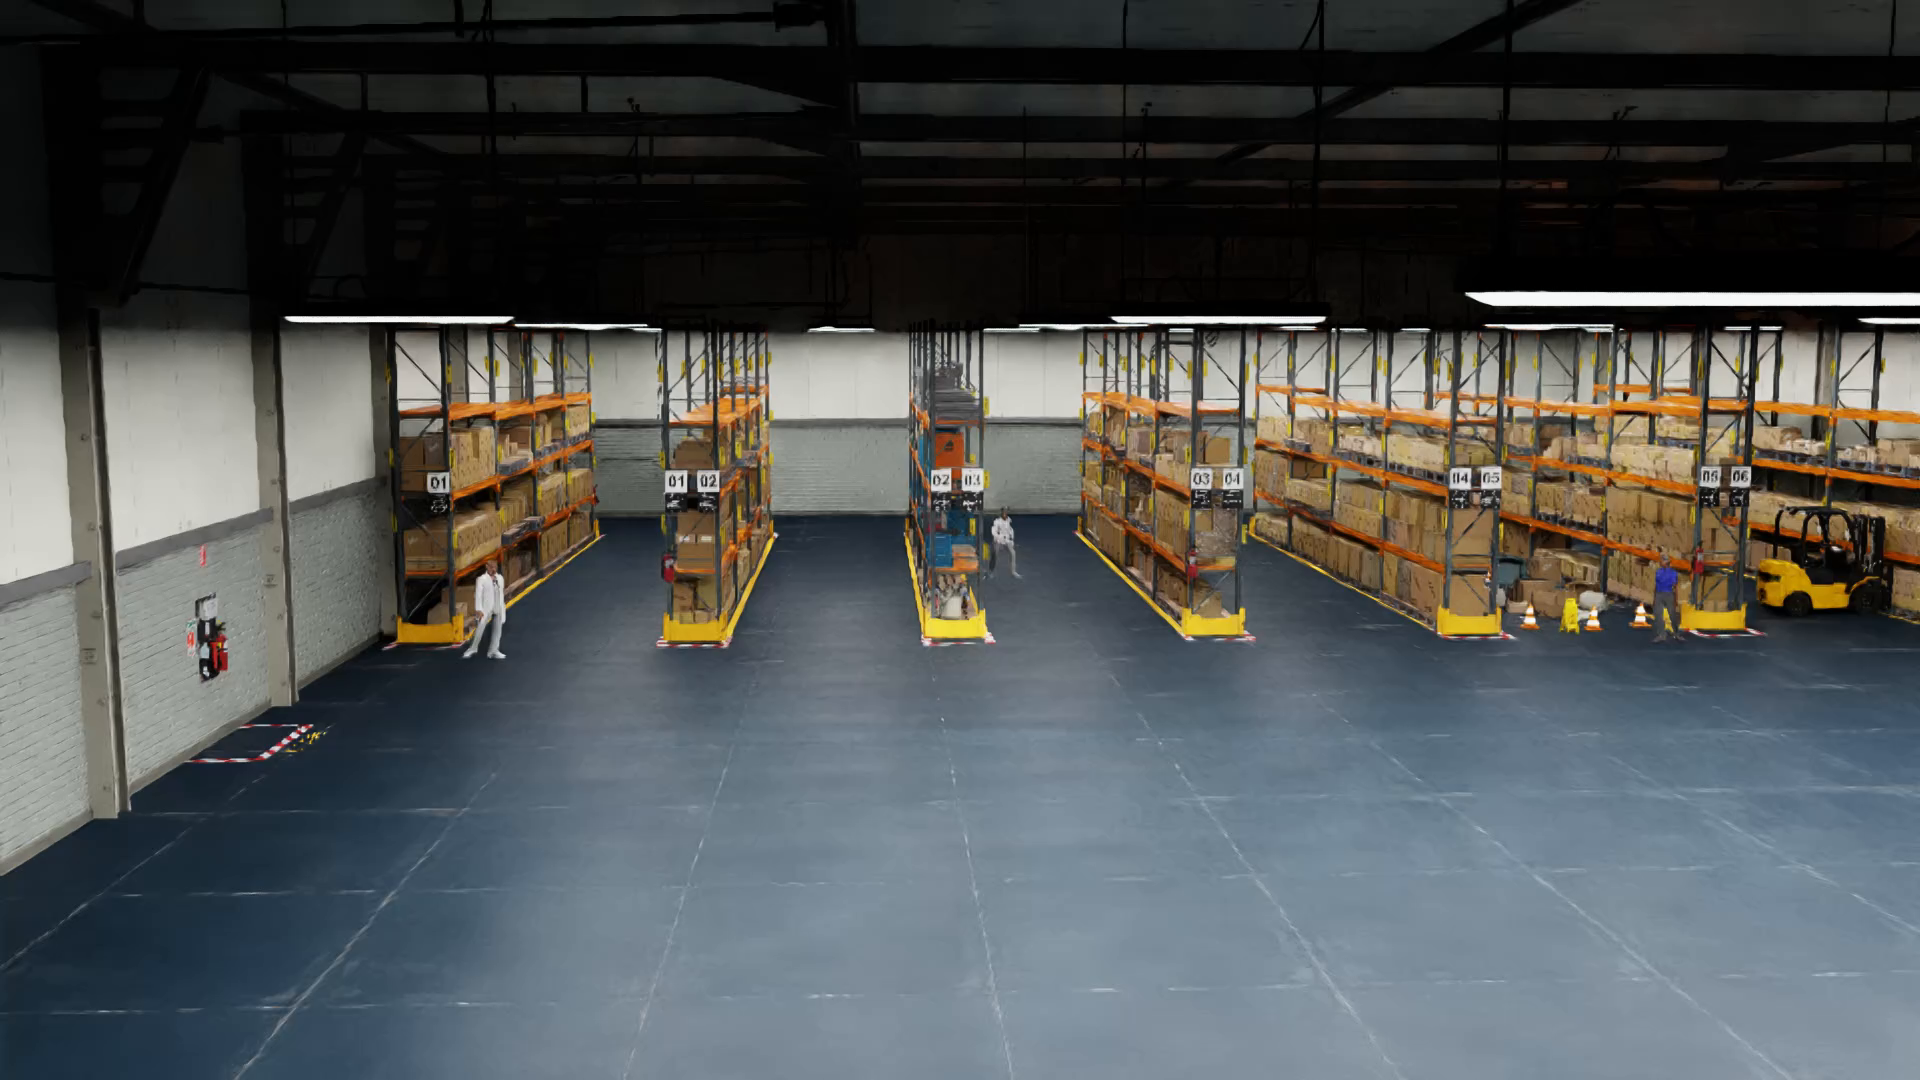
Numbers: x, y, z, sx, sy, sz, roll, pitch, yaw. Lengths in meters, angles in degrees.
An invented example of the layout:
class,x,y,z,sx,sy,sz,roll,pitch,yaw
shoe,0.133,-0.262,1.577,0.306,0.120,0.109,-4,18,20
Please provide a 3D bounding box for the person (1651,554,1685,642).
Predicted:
class,x,y,z,sx,sy,sz,roll,pitch,yaw
person,13.261,1.087,31.105,0.534,1.637,0.571,-5,8,-33

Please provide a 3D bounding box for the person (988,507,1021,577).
class,x,y,z,sx,sy,sz,roll,pitch,yaw
person,0.957,0.024,37.376,0.638,1.607,0.801,-3,8,-20

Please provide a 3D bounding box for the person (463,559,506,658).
class,x,y,z,sx,sy,sz,roll,pitch,yaw
person,-8.402,1.224,29.381,0.783,1.769,0.557,-7,10,-44
